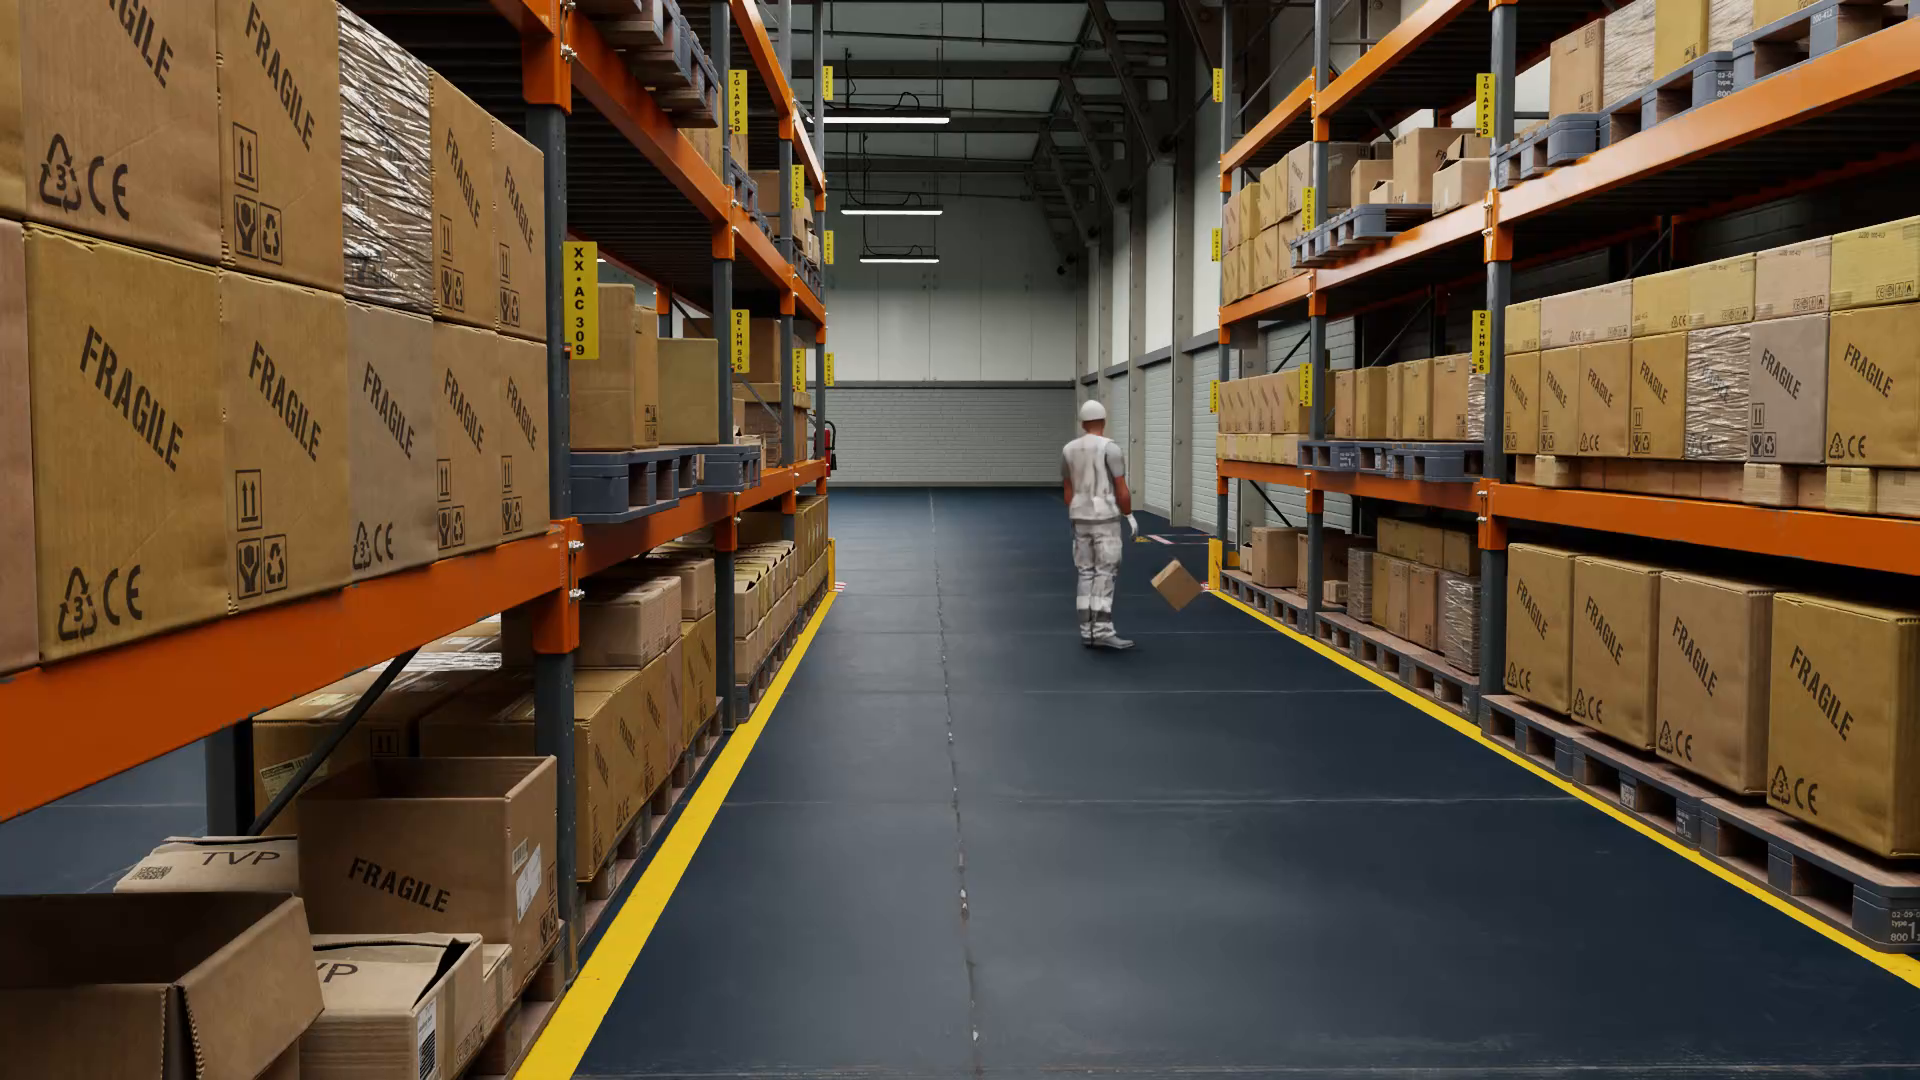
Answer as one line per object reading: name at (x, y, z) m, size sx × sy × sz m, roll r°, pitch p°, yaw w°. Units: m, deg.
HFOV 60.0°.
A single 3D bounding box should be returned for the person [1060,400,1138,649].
person at (1.042, -0.125, 12.145) m, size 0.632 × 1.791 × 0.383 m, roll 4°, pitch 5°, yaw 44°
